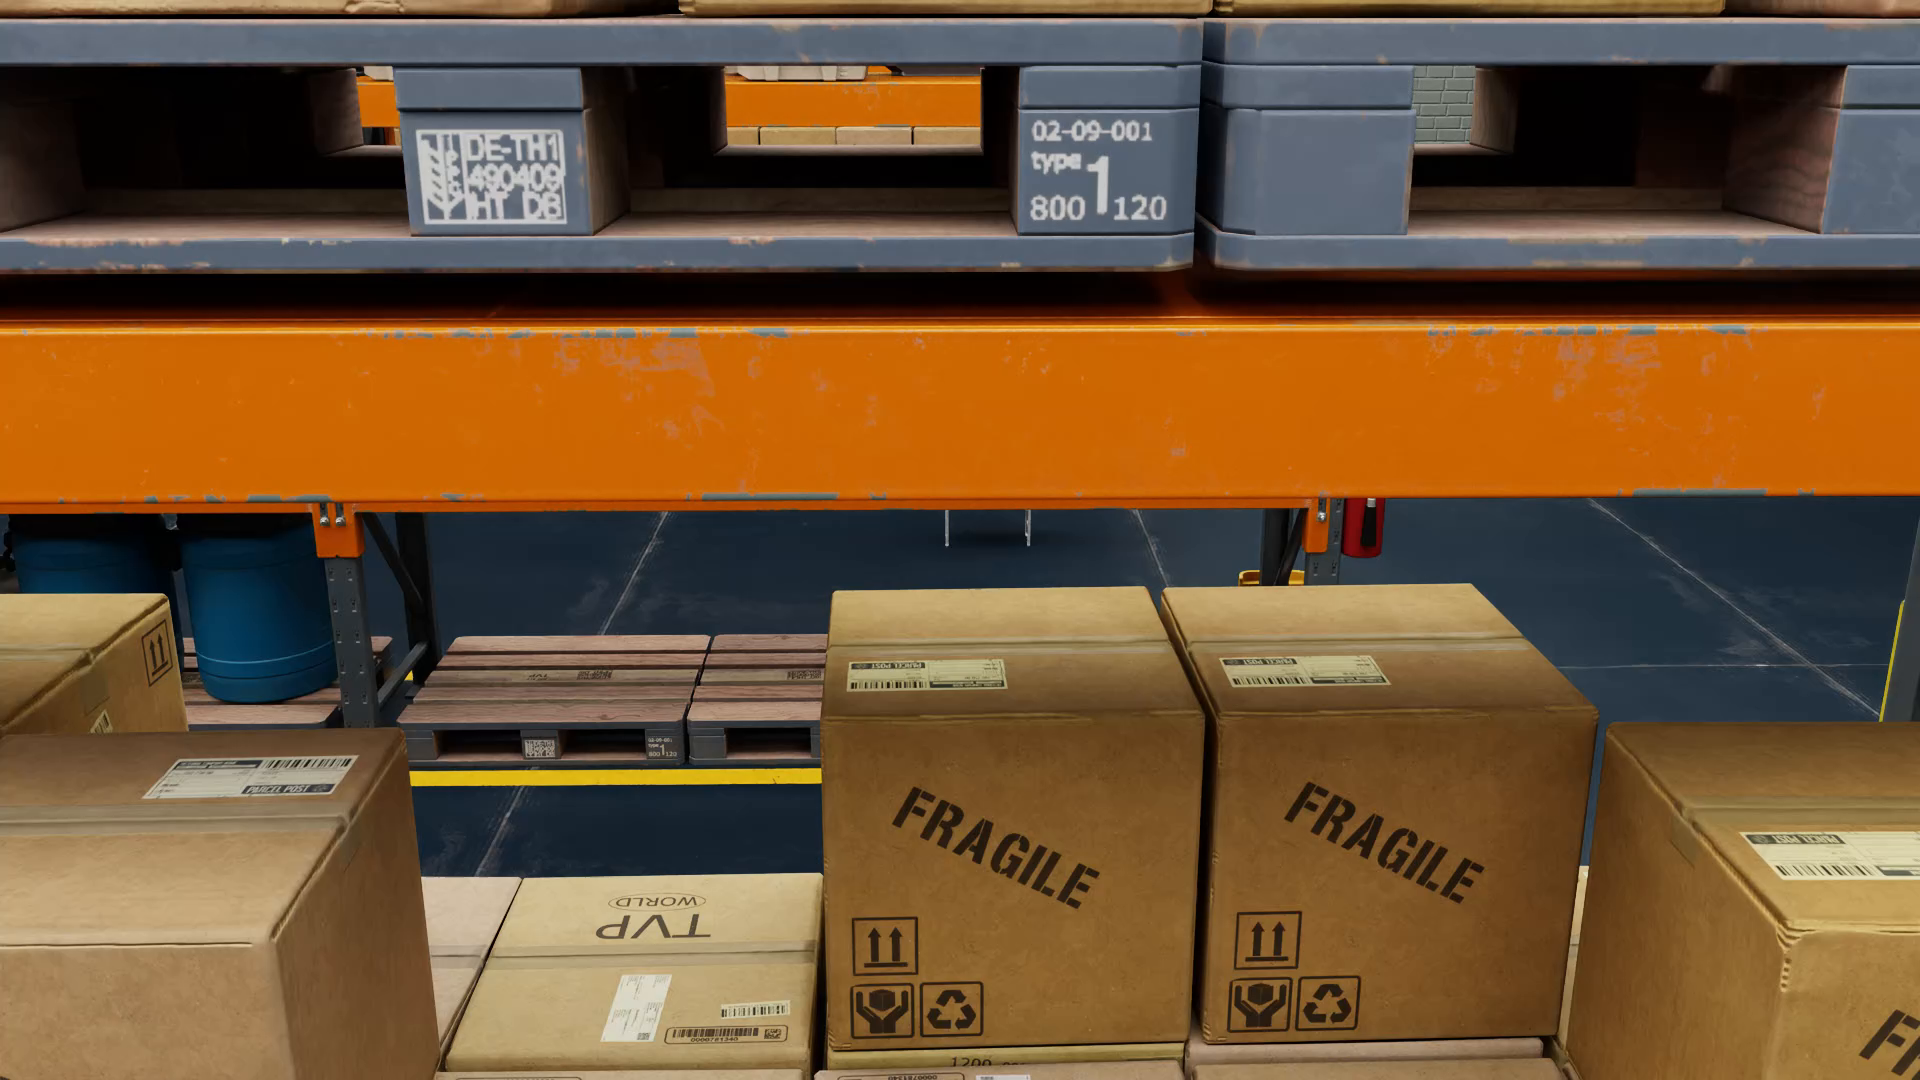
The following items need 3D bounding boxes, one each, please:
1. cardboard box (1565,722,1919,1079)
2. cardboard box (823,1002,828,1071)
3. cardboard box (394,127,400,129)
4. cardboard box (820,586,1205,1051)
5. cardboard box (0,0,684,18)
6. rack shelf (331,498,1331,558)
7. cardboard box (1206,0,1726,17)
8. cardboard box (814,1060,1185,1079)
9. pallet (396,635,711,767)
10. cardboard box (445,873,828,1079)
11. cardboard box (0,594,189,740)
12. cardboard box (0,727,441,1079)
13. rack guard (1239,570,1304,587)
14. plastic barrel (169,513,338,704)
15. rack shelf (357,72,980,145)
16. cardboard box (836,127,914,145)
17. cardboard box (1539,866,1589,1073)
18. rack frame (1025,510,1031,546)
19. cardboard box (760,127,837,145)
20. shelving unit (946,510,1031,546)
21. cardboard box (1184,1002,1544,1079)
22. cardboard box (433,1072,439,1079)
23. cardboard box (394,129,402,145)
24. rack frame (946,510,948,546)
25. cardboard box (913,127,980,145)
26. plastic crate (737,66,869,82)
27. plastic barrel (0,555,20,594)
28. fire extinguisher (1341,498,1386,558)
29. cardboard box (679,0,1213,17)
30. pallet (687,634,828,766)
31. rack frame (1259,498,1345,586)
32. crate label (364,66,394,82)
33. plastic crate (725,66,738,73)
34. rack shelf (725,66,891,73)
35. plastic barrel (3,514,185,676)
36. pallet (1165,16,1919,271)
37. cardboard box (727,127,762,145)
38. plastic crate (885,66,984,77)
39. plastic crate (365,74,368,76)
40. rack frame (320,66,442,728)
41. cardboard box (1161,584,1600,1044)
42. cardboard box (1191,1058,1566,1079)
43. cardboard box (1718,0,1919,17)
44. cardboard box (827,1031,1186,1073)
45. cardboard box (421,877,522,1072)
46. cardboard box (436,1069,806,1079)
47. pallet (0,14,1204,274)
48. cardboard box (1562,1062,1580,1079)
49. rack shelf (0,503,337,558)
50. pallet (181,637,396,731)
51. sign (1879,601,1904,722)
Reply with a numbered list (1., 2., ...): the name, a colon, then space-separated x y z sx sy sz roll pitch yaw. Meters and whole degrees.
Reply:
1. cardboard box: 1.078 0.545 1.970 0.500 0.500 0.500 0 18 0
2. cardboard box: -0.337 0.918 2.688 0.250 0.149 0.380 -1 18 -2
3. cardboard box: -5.177 -4.096 15.996 0.500 0.250 0.500 0 18 0
4. cardboard box: 0.059 0.389 2.457 0.500 0.500 0.500 -1 18 -2
5. cardboard box: -0.594 -0.797 1.697 0.500 0.500 0.700 1 18 2
6. rack shelf: -0.517 -0.271 7.160 4.000 0.370 1.077 0 18 -1
7. cardboard box: 0.477 -0.849 1.859 0.500 0.500 0.700 -1 18 -3
8. cardboard box: 0.064 0.907 2.067 0.500 0.250 0.500 -1 18 -3
9. pallet: -1.782 0.708 7.494 1.213 0.211 1.003 0 18 -1
10. cardboard box: -0.467 0.749 2.561 0.500 0.250 0.500 -1 18 -2
11. cardboard box: -1.482 0.396 2.433 0.500 0.500 0.500 0 18 0
12. cardboard box: -0.943 0.553 1.944 0.500 0.500 0.500 -1 18 -3
13. rack guard: 1.507 0.563 7.475 0.348 0.500 1.175 0 18 -1
14. plastic barrel: -3.061 0.192 7.285 0.708 0.901 0.600 0 18 -1
15. rack shelf: -0.517 -1.700 6.702 4.000 0.370 1.077 0 18 -1
16. cardboard box: -0.569 -2.565 11.332 0.500 0.500 0.500 0 18 1
17. cardboard box: 1.077 0.739 2.592 0.500 0.250 0.500 -1 18 -2
18. rack frame: 0.409 -0.573 9.870 0.015 1.200 0.240 0 18 -1
19. cardboard box: -1.086 -2.562 11.323 0.500 0.500 0.500 -1 18 -2
20. shelving unit: 0.166 -0.572 9.867 0.503 1.200 0.258 0 18 -1
21. cardboard box: 0.557 0.743 2.578 0.500 0.250 0.500 0 18 -2
22. cardboard box: -0.949 0.911 2.056 0.500 0.250 0.500 0 18 1
23. cardboard box: -5.163 -3.735 16.098 0.500 0.500 0.500 0 18 -1
24. rack frame: -0.078 -0.571 9.863 0.015 1.200 0.240 0 18 -1
25. cardboard box: -0.056 -2.567 11.339 0.500 0.500 0.500 0 18 1
26. plastic crate: -0.579 -1.840 6.395 0.530 0.136 0.437 0 18 -1
27. plastic barrel: -4.335 0.357 7.410 0.421 0.512 0.421 0 18 0
28. fire extinguisher: 1.641 -0.271 6.719 0.183 0.674 0.296 0 18 -1
29. cardboard box: -0.039 -0.832 1.806 0.500 0.500 0.700 -1 18 -5
30. pallet: -0.559 0.701 7.515 1.213 0.211 1.003 0 18 -1
31. rack frame: 1.483 -0.623 7.080 0.127 3.000 1.000 0 18 -1
32. crate label: -2.023 -1.821 6.335 0.466 0.136 0.293 0 18 -1
33. plastic crate: -0.738 -2.079 6.901 0.530 0.282 0.437 0 18 -1
34. rack shelf: -0.592 -3.212 11.418 4.000 0.370 1.077 0 18 -1
35. plastic barrel: -3.769 0.196 7.274 0.708 0.901 0.600 0 18 -1
36. pallet: 0.819 -0.490 1.899 1.213 0.211 1.003 0 18 -1
37. cardboard box: -1.600 -2.560 11.316 0.500 0.500 0.500 -1 18 -3
38. plastic crate: -0.049 -2.099 6.871 0.767 0.338 0.504 0 18 -1
39. plastic crate: -2.098 -2.026 6.889 0.662 0.188 0.450 0 18 -1
40. rack frame: -2.517 -0.604 7.020 0.127 3.000 1.000 0 18 -1
41. cardboard box: 0.577 0.384 2.470 0.500 0.500 0.500 -1 18 -2
42. cardboard box: 0.573 0.905 2.075 0.500 0.250 0.500 -1 18 -2
43. cardboard box: 1.042 -0.815 1.753 0.500 0.500 0.700 -1 18 -4
44. cardboard box: 0.055 0.745 2.574 0.500 0.250 0.500 -1 18 -3
45. cardboard box: -0.974 0.750 2.557 0.500 0.250 0.500 0 18 0
46. cardboard box: -0.456 0.911 2.056 0.500 0.250 0.500 0 18 -1
47. pallet: -0.404 -0.483 1.878 1.213 0.211 1.003 0 18 -1
48. cardboard box: 1.081 0.902 2.082 0.500 0.250 0.500 -1 18 -2
49. rack shelf: -4.517 -0.252 7.100 4.000 0.370 1.077 0 18 -1
50. pallet: -3.289 0.715 7.474 1.213 0.211 1.003 0 18 -1
51. sign: 1.558 0.270 2.749 0.005 0.325 0.100 0 18 -1
